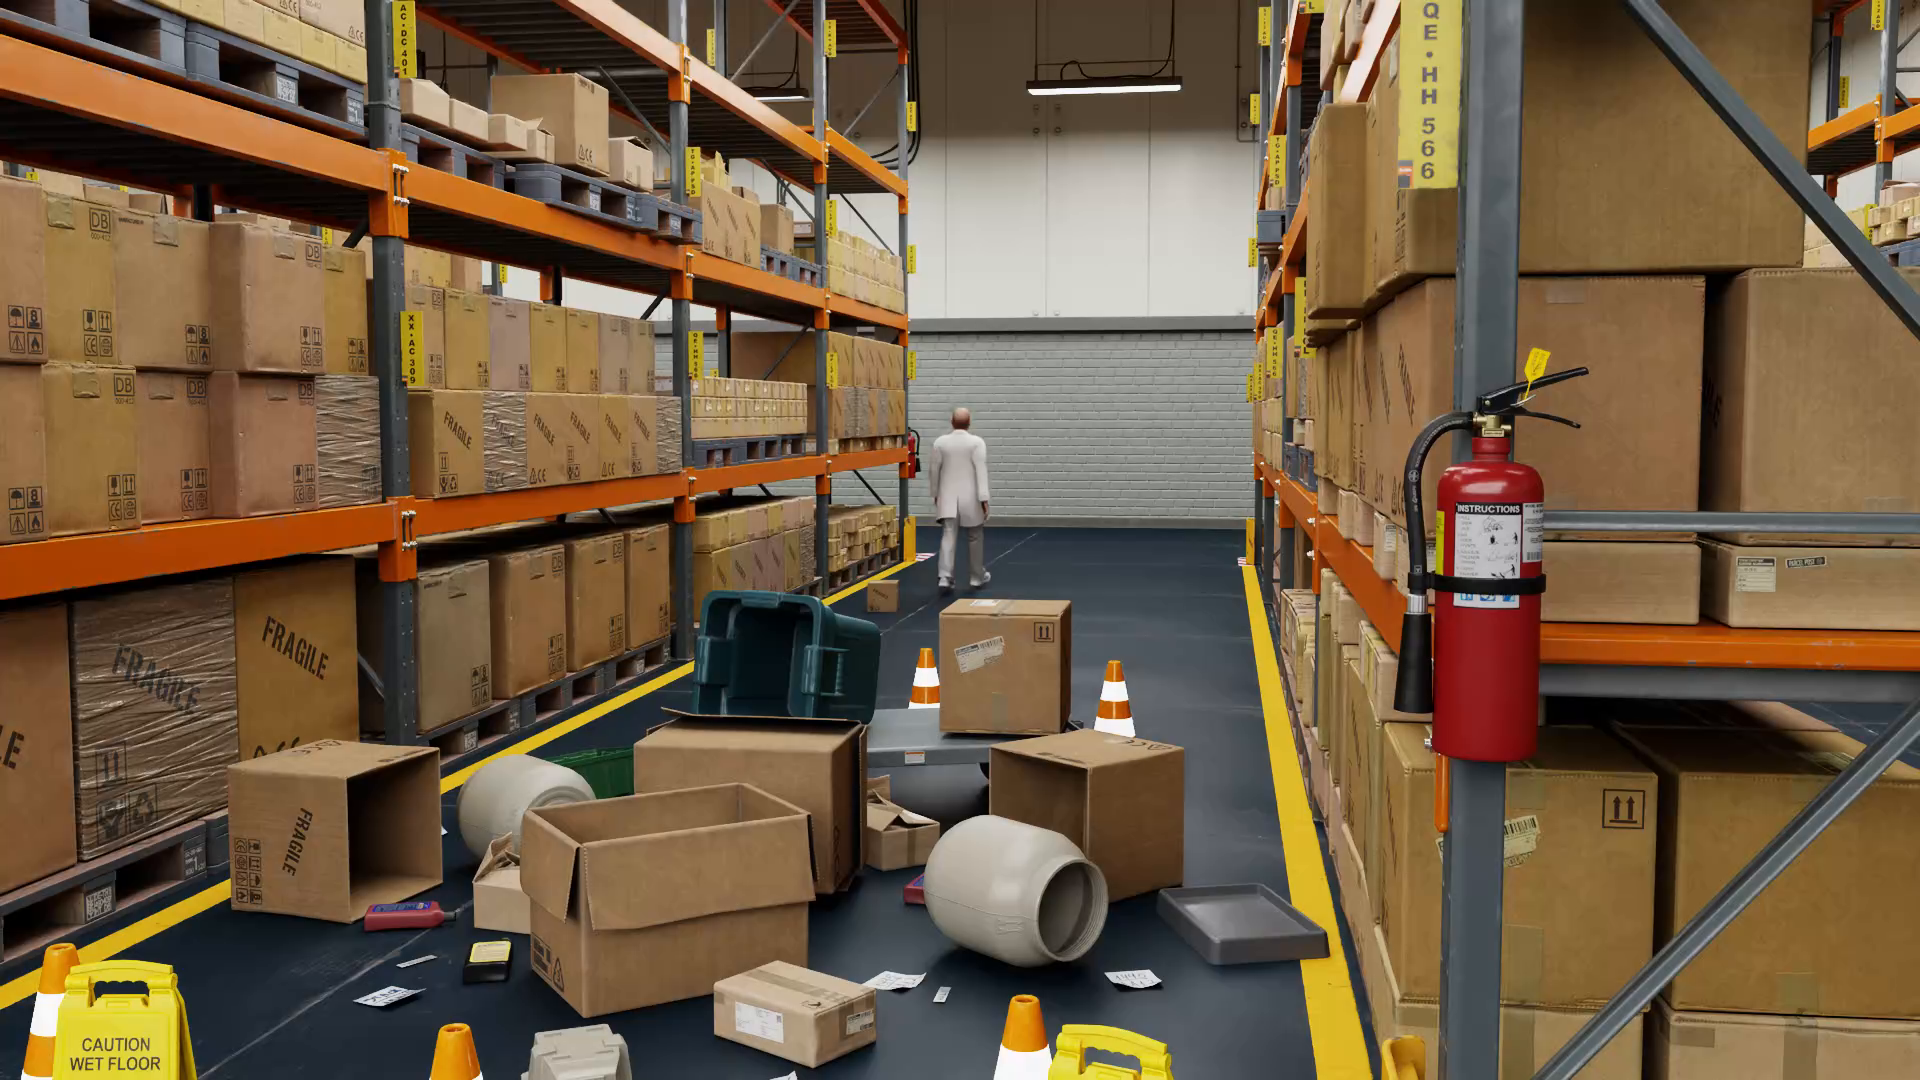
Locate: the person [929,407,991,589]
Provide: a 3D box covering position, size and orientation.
[{"bbox_3d":[0.013,-0.403,15.881,0.621,1.726,1.083,1,4,10],"label":"person"}]
